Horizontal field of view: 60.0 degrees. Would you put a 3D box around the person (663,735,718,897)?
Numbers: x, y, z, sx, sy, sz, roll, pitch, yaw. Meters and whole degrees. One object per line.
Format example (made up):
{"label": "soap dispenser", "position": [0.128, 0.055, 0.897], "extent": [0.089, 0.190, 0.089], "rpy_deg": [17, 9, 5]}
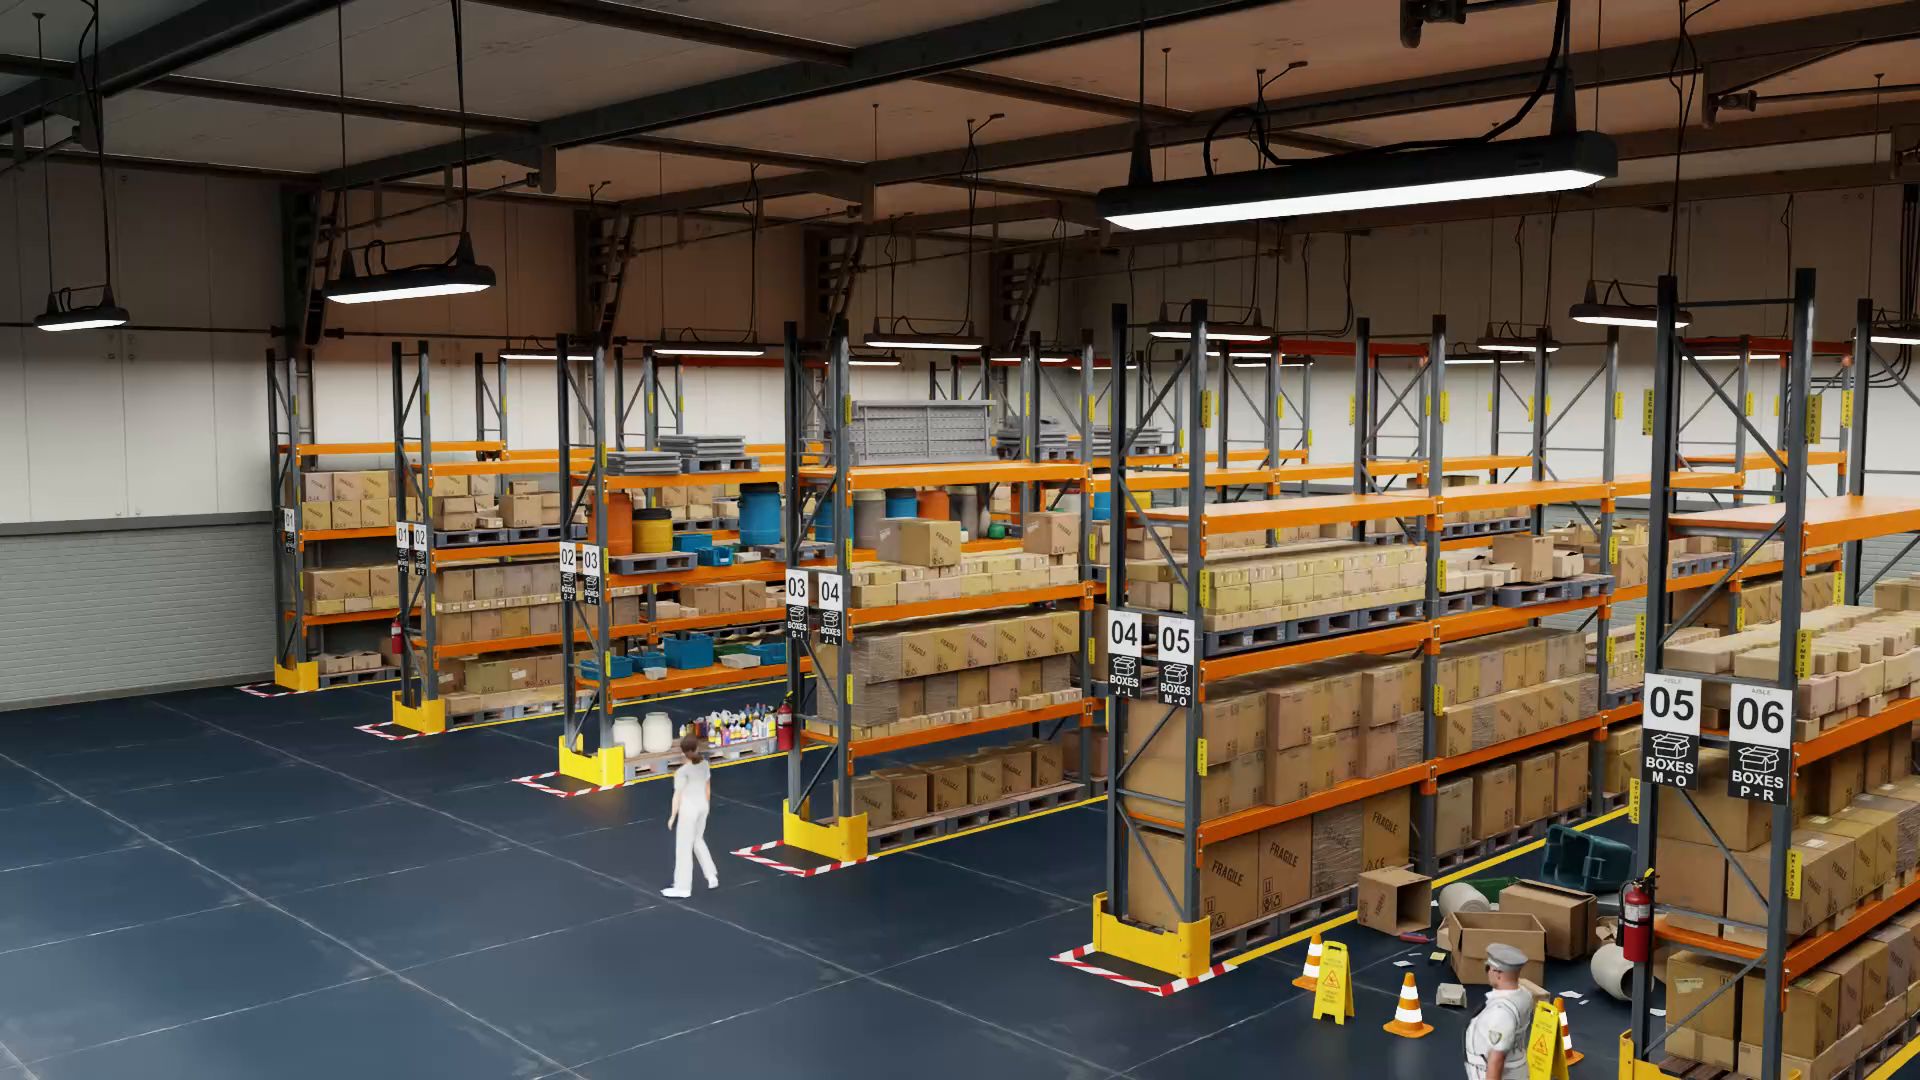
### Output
{"label": "person", "position": [-2.775, 2.834, 17.220], "extent": [0.466, 1.683, 0.563], "rpy_deg": [3, 6, 27]}

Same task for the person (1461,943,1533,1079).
{"label": "person", "position": [3.322, 3.387, 10.382], "extent": [0.471, 1.758, 0.581], "rpy_deg": [1, 5, 14]}
